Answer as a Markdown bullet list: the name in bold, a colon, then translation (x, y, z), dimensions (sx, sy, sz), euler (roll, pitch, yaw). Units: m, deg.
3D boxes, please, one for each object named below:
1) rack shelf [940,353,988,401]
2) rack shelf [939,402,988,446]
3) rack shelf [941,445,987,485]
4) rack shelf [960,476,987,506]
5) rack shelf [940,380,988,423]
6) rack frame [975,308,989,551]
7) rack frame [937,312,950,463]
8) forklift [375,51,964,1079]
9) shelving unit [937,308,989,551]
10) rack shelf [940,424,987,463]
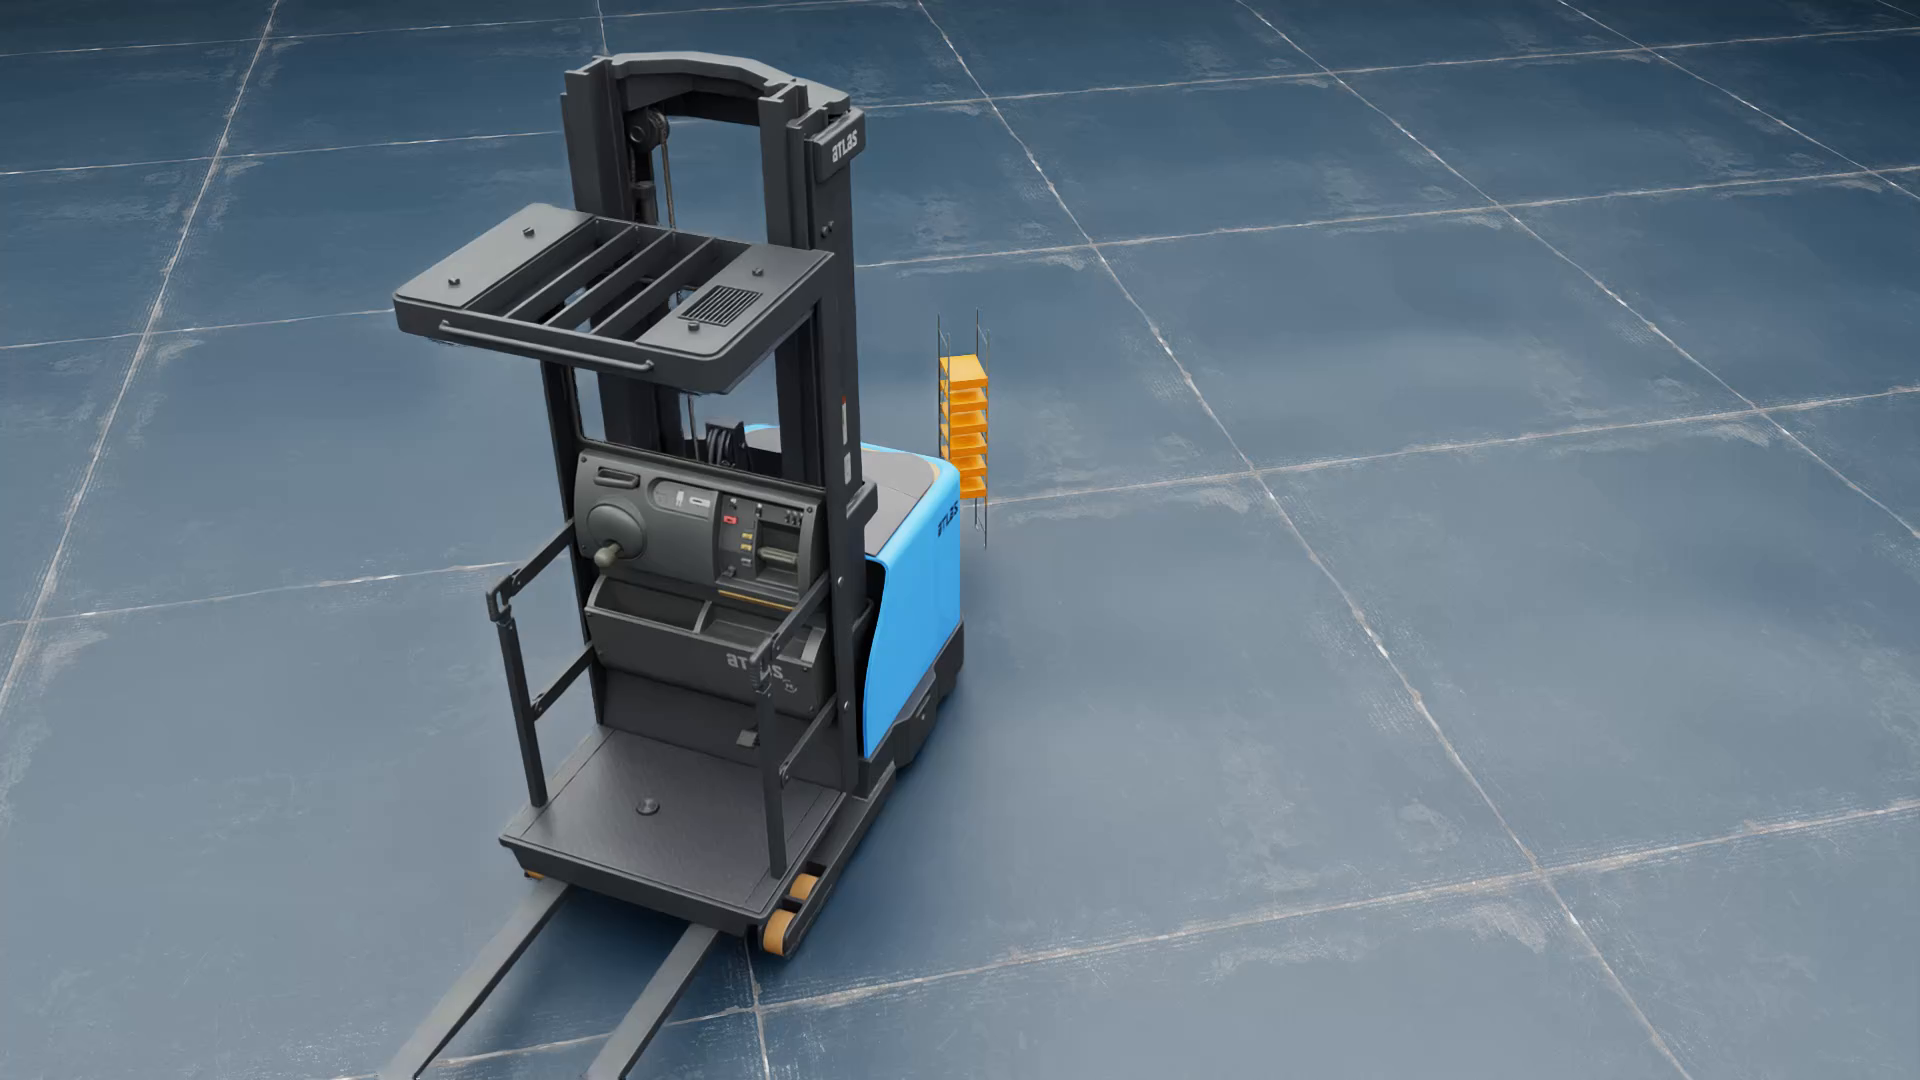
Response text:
- **rack shelf**: translation (0.014, -0.762, 7.742), dimensions (0.180, 0.103, 0.258), euler (-7, 35, -11)
- **rack shelf**: translation (0.014, -0.563, 7.876), dimensions (0.180, 0.103, 0.258), euler (-7, 35, -11)
- **rack shelf**: translation (0.014, -0.363, 8.010), dimensions (0.180, 0.103, 0.258), euler (-7, 35, -11)
- **rack shelf**: translation (0.014, -0.264, 8.077), dimensions (0.180, 0.103, 0.258), euler (-7, 35, -11)
- **rack shelf**: translation (0.014, -0.662, 7.809), dimensions (0.180, 0.103, 0.258), euler (-7, 35, -11)
- **rack frame**: translation (0.103, -0.511, 7.935), dimensions (0.006, 1.200, 0.240), euler (-7, 35, -11)
- **rack frame**: translation (-0.075, -0.489, 7.902), dimensions (0.006, 1.200, 0.240), euler (-7, 35, -11)
- **forklift**: translation (-0.999, 0.018, 5.593), dimensions (1.130, 2.935, 3.031), euler (12, 36, 18)
- **shelving unit**: translation (0.014, -0.500, 7.918), dimensions (0.189, 1.200, 0.258), euler (-7, 35, -11)
- **rack shelf**: translation (0.014, -0.463, 7.943), dimensions (0.180, 0.103, 0.258), euler (-7, 35, -11)
